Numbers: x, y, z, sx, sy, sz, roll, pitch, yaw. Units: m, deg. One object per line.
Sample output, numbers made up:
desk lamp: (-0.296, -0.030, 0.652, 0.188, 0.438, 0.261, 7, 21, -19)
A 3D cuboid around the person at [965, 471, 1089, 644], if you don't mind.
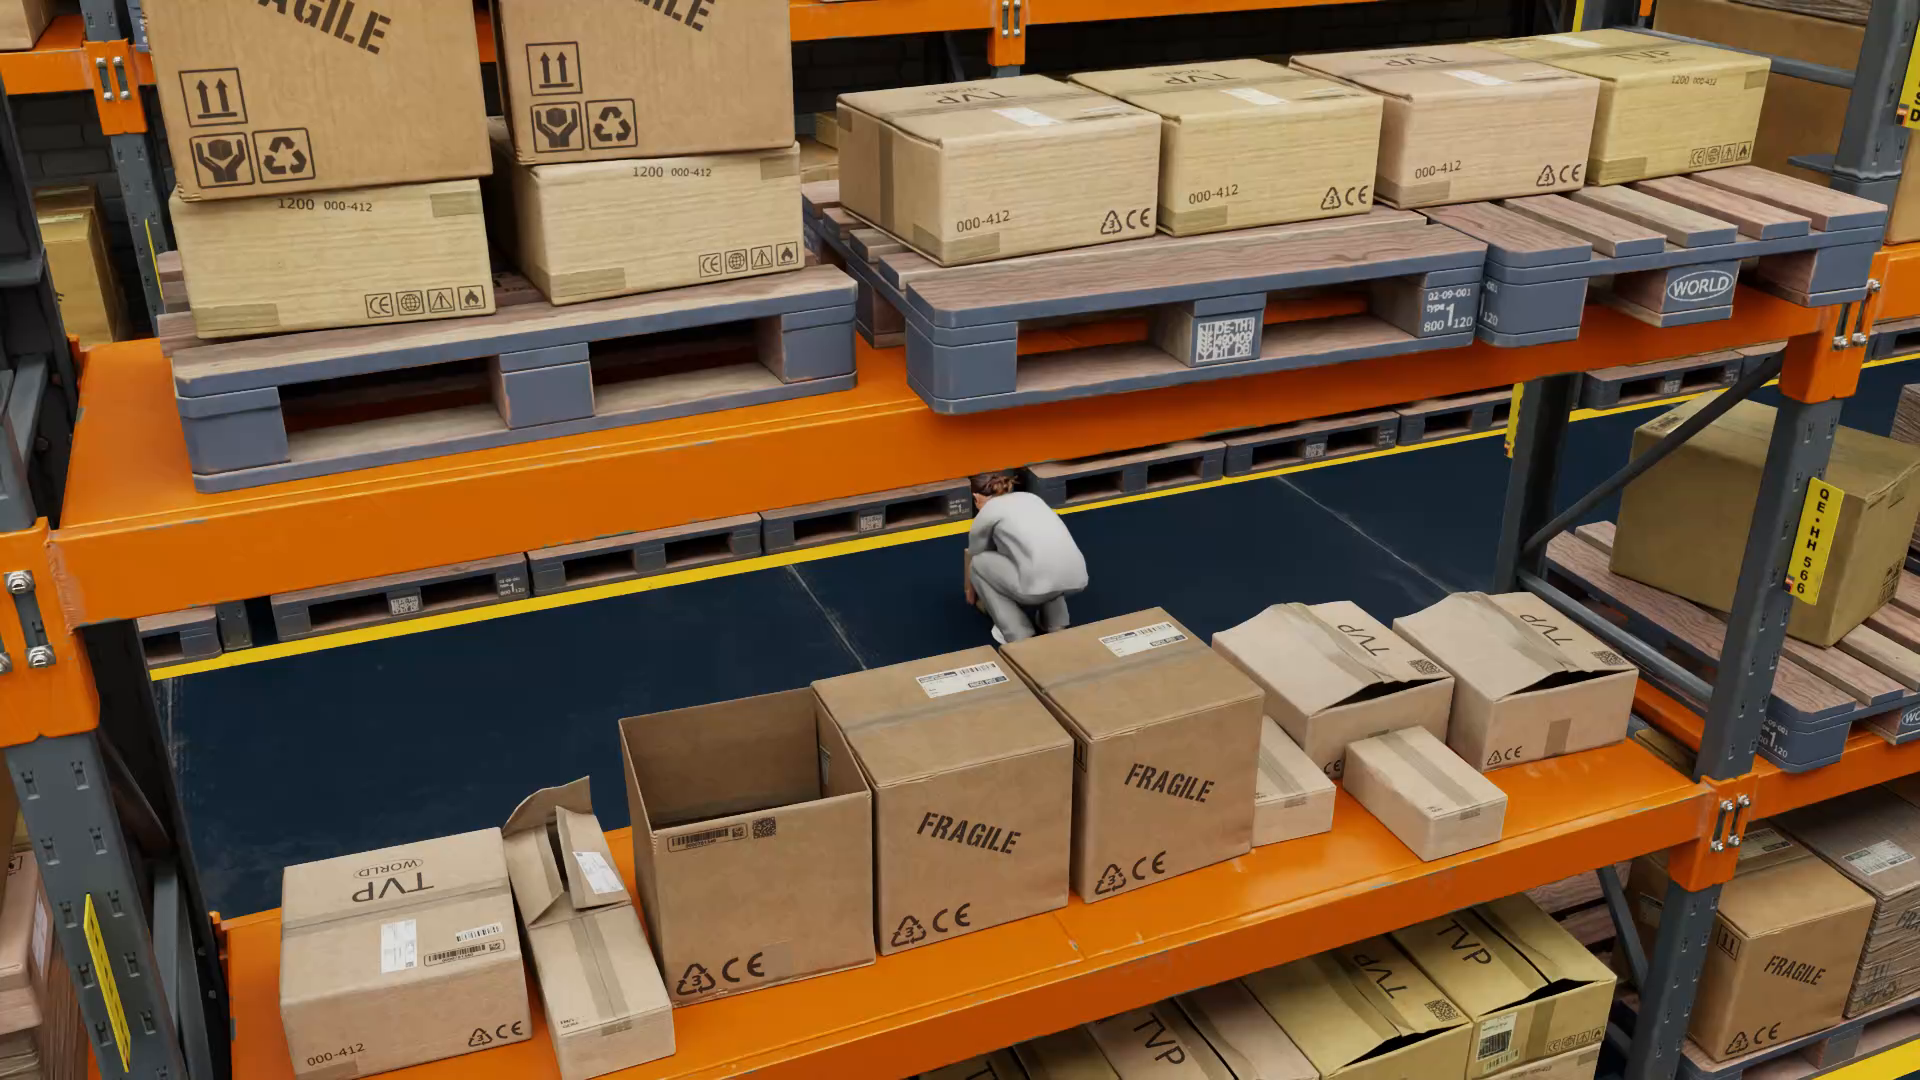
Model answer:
person: (0.293, 0.120, 8.008, 0.467, 0.821, 0.834, -11, 28, -21)
